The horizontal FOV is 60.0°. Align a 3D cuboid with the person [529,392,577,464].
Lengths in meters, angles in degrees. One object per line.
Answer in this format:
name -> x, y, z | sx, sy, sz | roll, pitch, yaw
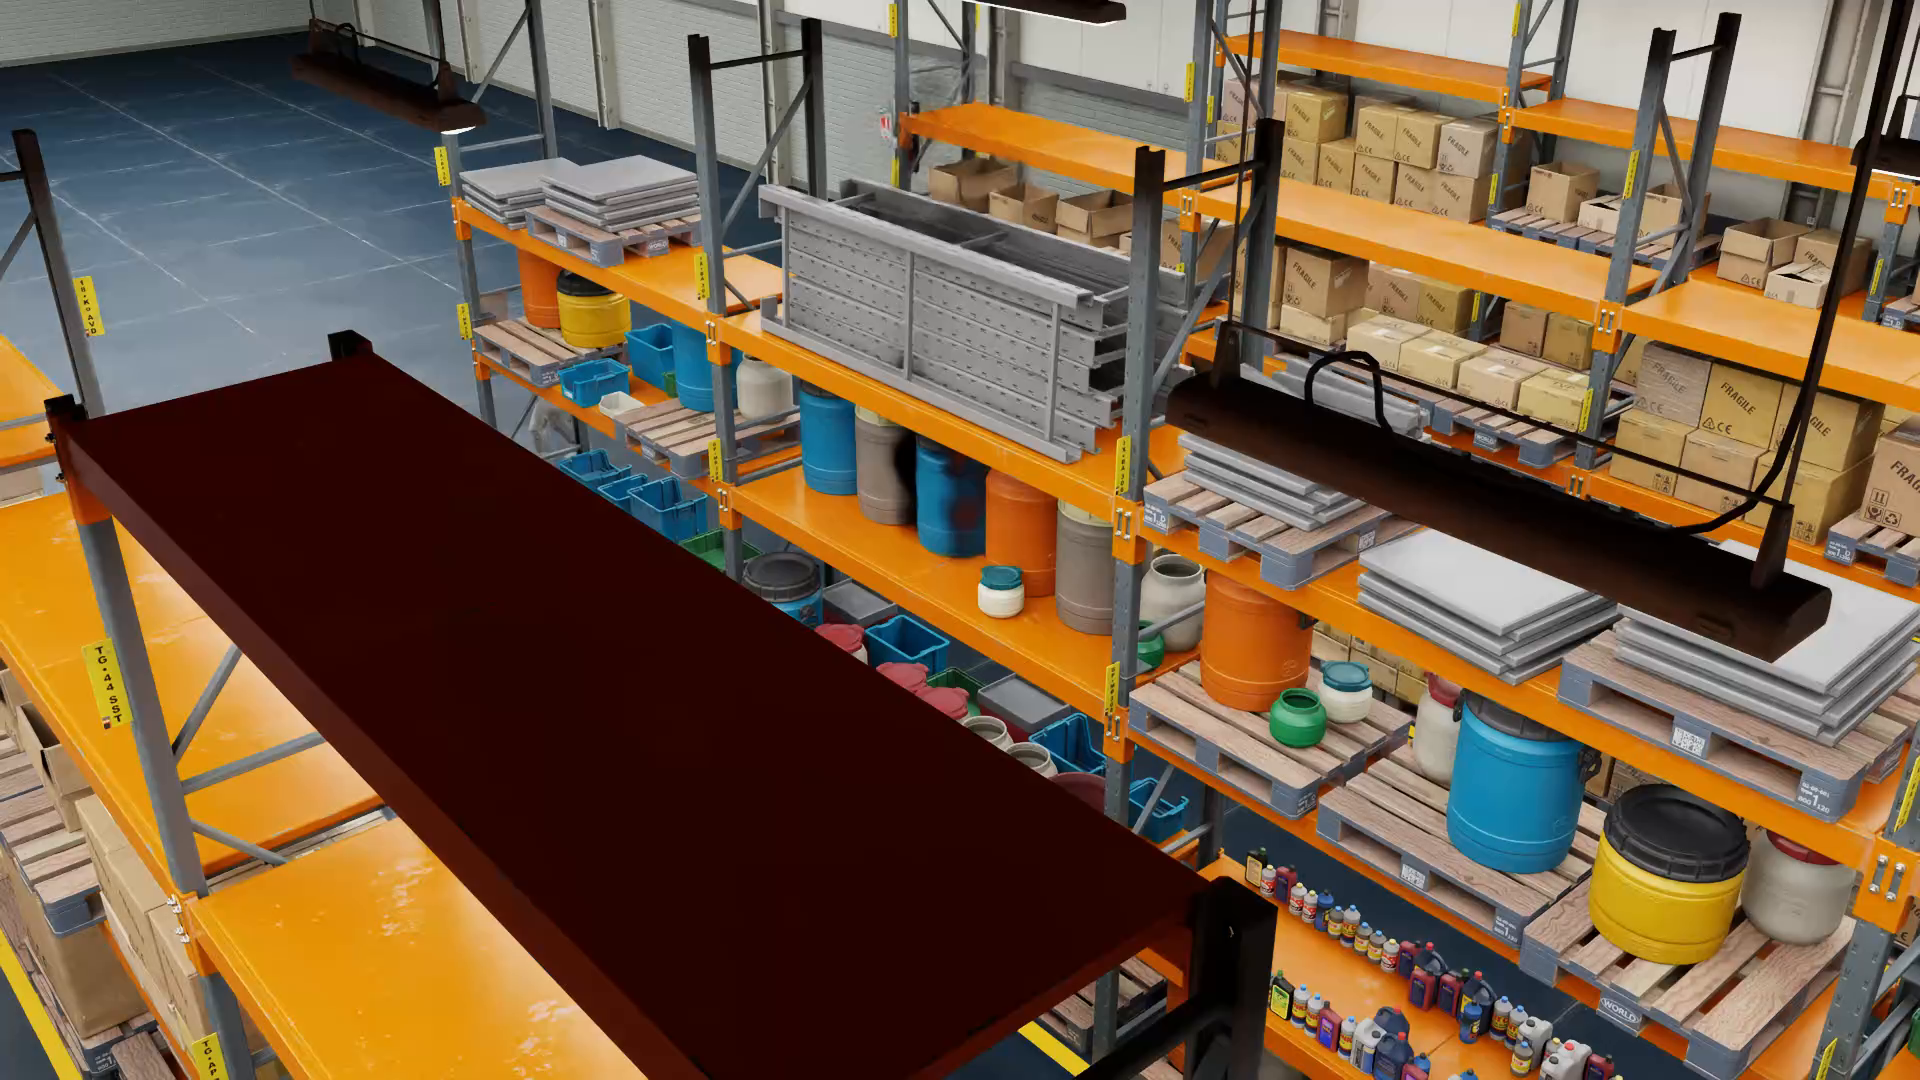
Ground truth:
person -> -4.648, -1.635, 18.819 | 0.740, 1.820, 0.641 | -9, 28, -18
